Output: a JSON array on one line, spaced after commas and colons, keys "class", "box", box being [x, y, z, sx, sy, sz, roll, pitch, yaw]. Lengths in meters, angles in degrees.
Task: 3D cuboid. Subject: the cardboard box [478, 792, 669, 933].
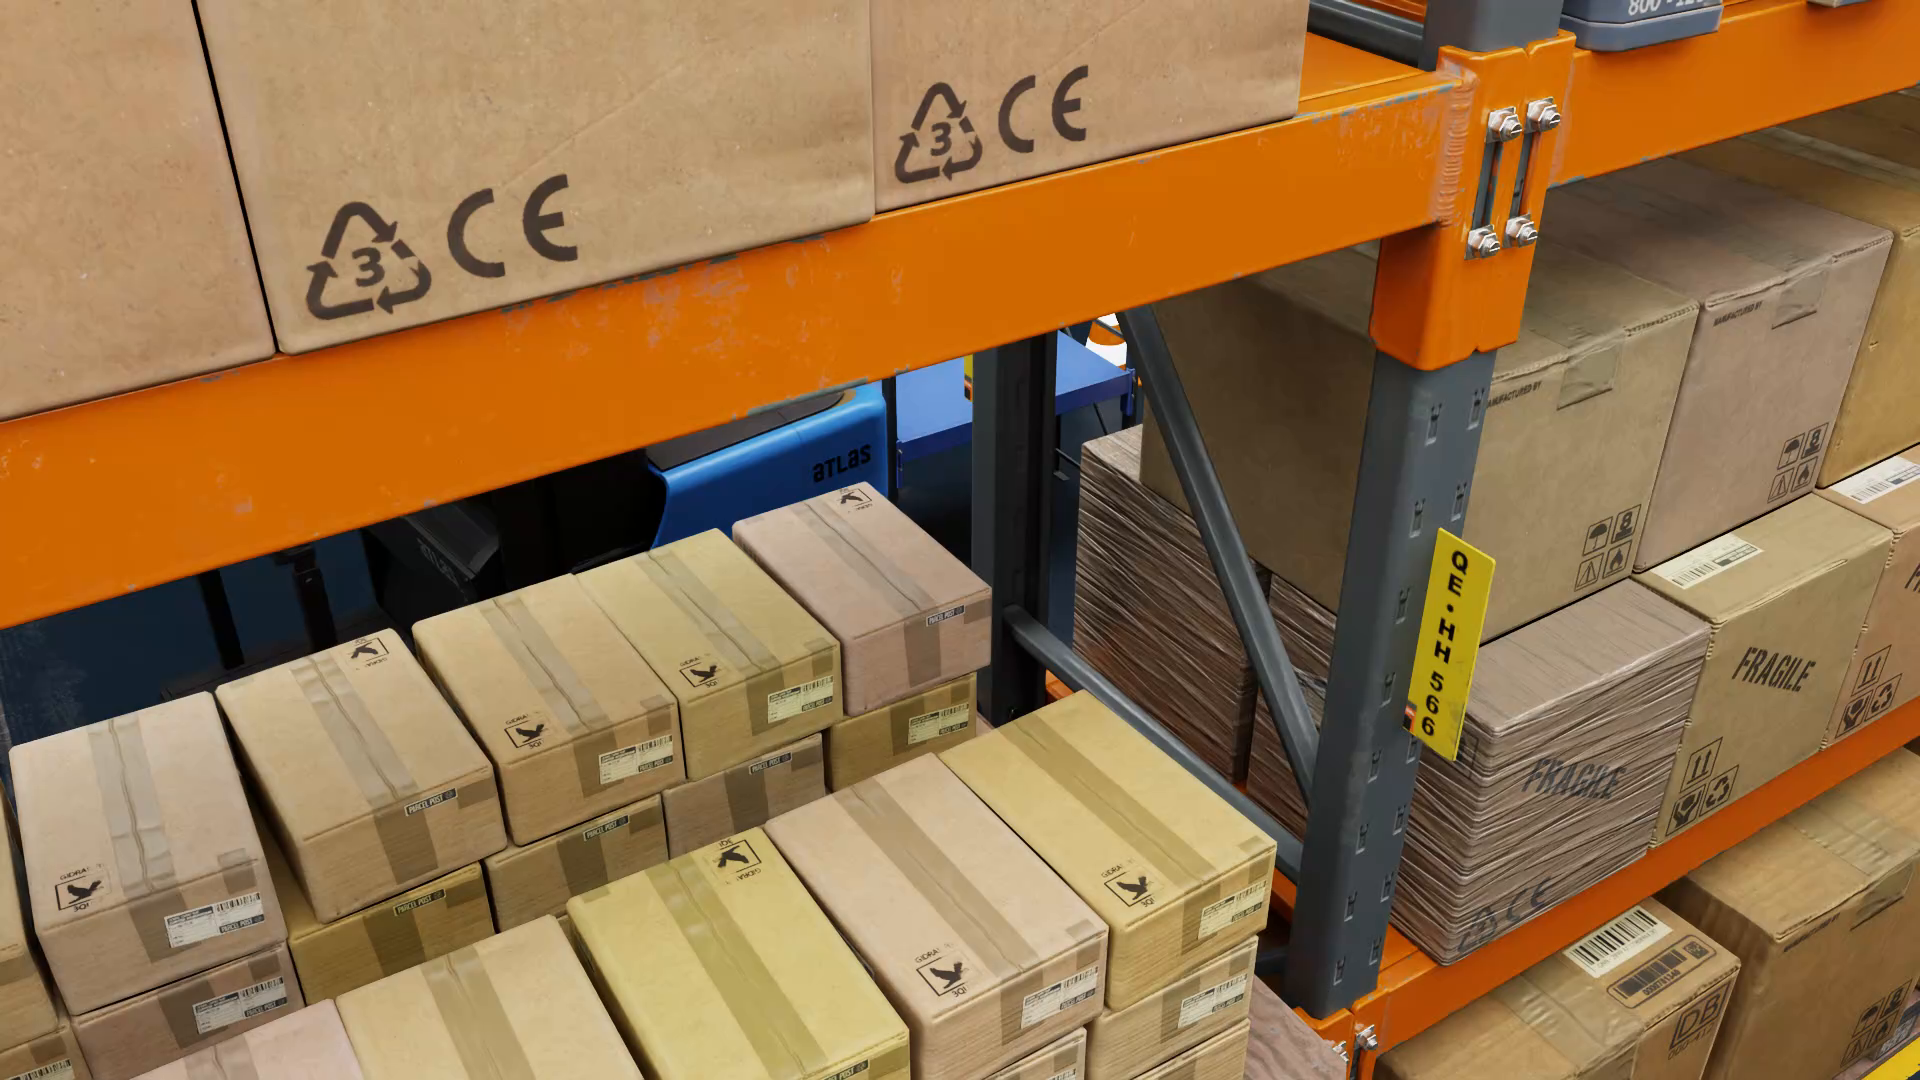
[{"class": "cardboard box", "box": [-0.624, 0.368, 2.419, 0.250, 0.149, 0.380, -20, 37, -29]}]

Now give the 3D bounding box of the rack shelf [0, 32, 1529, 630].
[{"class": "rack shelf", "box": [-1.341, -0.029, 1.347, 4.000, 0.370, 1.077, -19, 37, -27]}]

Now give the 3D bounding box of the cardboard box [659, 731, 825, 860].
[{"class": "cardboard box", "box": [-0.401, 0.289, 2.543, 0.250, 0.149, 0.380, -17, 36, -25]}]

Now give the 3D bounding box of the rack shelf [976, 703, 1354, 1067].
[{"class": "rack shelf", "box": [-1.341, 1.240, 2.148, 4.000, 0.370, 1.077, -19, 37, -27]}]

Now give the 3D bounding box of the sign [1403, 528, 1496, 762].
[{"class": "sign", "box": [0.642, 0.142, 2.203, 0.005, 0.325, 0.100, -19, 37, -27]}]

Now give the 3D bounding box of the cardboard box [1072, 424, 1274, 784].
[{"class": "cardboard box", "box": [0.574, 0.064, 3.243, 0.500, 0.500, 0.500, -19, 37, -27]}]

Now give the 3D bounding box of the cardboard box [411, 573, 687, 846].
[{"class": "cardboard box", "box": [-0.586, 0.229, 2.360, 0.250, 0.149, 0.380, -19, 37, -28]}]

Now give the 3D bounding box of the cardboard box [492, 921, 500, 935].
[{"class": "cardboard box", "box": [-0.823, 0.559, 2.394, 0.250, 0.149, 0.380, -17, 36, -25]}]

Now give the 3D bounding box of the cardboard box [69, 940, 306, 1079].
[{"class": "cardboard box", "box": [-1.046, 0.512, 2.189, 0.250, 0.149, 0.380, -19, 37, -27]}]

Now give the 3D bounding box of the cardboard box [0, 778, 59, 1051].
[{"class": "cardboard box", "box": [-1.257, 0.462, 1.991, 0.250, 0.149, 0.380, -18, 36, -26]}]

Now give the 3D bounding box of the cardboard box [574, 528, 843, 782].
[{"class": "cardboard box", "box": [-0.377, 0.160, 2.469, 0.250, 0.149, 0.380, -20, 37, -29]}]

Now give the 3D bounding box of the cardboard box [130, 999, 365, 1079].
[{"class": "cardboard box", "box": [-0.684, 0.675, 1.653, 0.250, 0.149, 0.380, -19, 37, -27]}]

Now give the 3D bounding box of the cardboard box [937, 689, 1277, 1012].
[{"class": "cardboard box", "box": [0.177, 0.382, 2.118, 0.250, 0.149, 0.380, -21, 38, -29]}]

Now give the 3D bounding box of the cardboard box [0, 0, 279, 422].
[{"class": "cardboard box", "box": [-0.838, -0.382, 1.138, 0.500, 0.500, 0.500, -19, 37, -27]}]

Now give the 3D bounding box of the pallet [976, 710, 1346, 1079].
[{"class": "pallet", "box": [-0.201, 0.692, 2.521, 1.003, 0.211, 1.213, -19, 37, -27]}]

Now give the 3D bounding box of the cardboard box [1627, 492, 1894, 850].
[{"class": "cardboard box", "box": [1.290, 0.158, 3.094, 0.500, 0.500, 0.500, -19, 37, -28]}]

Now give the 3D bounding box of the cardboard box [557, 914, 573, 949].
[{"class": "cardboard box", "box": [-0.597, 0.480, 2.519, 0.250, 0.149, 0.380, -17, 36, -25]}]

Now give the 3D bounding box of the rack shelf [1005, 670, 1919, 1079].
[{"class": "rack shelf", "box": [2.021, 0.083, 3.981, 4.000, 0.370, 1.077, -19, 37, -27]}]

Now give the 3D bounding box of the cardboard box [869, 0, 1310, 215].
[{"class": "cardboard box", "box": [-0.002, -0.675, 1.603, 0.500, 0.500, 0.500, -19, 37, -27]}]

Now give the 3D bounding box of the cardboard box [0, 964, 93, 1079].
[{"class": "cardboard box", "box": [-1.256, 0.583, 2.078, 0.250, 0.149, 0.380, -19, 37, -28]}]

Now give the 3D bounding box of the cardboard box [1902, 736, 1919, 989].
[{"class": "cardboard box", "box": [2.417, 0.472, 4.406, 0.750, 0.750, 1.050, -19, 37, -27]}]

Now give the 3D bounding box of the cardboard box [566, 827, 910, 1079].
[{"class": "cardboard box", "box": [-0.256, 0.529, 1.884, 0.250, 0.149, 0.380, -18, 36, -26]}]

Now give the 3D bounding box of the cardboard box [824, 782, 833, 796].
[{"class": "cardboard box", "box": [-0.371, 0.402, 2.643, 0.250, 0.149, 0.380, -17, 36, -25]}]

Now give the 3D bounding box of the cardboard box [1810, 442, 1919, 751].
[{"class": "cardboard box", "box": [1.714, 0.012, 3.325, 0.500, 0.500, 0.500, -19, 37, -27]}]

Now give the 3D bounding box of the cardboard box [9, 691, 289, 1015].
[{"class": "cardboard box", "box": [-1.035, 0.384, 2.114, 0.250, 0.149, 0.380, -17, 36, -25]}]

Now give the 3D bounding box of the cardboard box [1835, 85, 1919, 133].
[{"class": "cardboard box", "box": [2.007, -0.677, 3.481, 0.500, 0.500, 0.700, -19, 37, -28]}]

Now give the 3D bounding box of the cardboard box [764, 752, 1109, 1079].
[{"class": "cardboard box", "box": [-0.035, 0.453, 2.004, 0.250, 0.149, 0.380, -19, 37, -28]}]

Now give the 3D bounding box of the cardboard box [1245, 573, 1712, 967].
[{"class": "cardboard box", "box": [0.864, 0.306, 2.859, 0.500, 0.500, 0.500, -19, 37, -27]}]

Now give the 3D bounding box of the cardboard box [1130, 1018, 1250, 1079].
[{"class": "cardboard box", "box": [0.175, 0.635, 2.274, 0.250, 0.149, 0.380, -18, 37, -27]}]

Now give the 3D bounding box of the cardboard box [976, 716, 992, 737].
[{"class": "cardboard box", "box": [-0.145, 0.325, 2.766, 0.250, 0.149, 0.380, -20, 37, -28]}]

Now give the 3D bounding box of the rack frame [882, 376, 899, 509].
[{"class": "rack frame", "box": [-0.356, -0.512, 5.656, 0.032, 1.500, 0.500, -19, 37, -27]}]

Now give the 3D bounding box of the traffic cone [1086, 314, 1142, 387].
[{"class": "traffic cone", "box": [0.652, -0.930, 7.291, 0.334, 0.463, 0.336, -19, 37, -27]}]

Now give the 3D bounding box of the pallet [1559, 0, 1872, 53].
[{"class": "pallet", "box": [0.853, -1.041, 2.455, 1.003, 0.211, 1.213, -17, 36, -25]}]

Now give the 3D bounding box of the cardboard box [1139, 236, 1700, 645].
[{"class": "cardboard box", "box": [0.723, -0.233, 2.777, 0.500, 0.500, 0.700, -19, 37, -28]}]

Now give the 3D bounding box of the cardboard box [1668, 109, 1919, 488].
[{"class": "cardboard box", "box": [1.578, -0.529, 3.247, 0.500, 0.500, 0.700, -20, 37, -28]}]

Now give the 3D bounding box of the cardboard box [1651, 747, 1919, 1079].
[{"class": "cardboard box", "box": [1.634, 0.741, 3.978, 0.750, 0.750, 1.050, -18, 37, -27]}]

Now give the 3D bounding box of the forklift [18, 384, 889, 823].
[{"class": "forklift", "box": [-1.654, -0.452, 4.219, 3.031, 2.935, 1.130, -24, 40, -33]}]

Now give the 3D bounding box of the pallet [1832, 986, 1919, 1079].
[{"class": "pallet", "box": [2.068, 0.992, 4.479, 1.213, 0.211, 1.003, -19, 37, -27]}]

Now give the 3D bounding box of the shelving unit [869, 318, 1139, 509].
[{"class": "shelving unit", "box": [0.072, -0.659, 5.889, 1.048, 1.500, 0.538, -19, 37, -27]}]

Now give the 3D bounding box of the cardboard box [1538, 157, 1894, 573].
[{"class": "cardboard box", "box": [1.148, -0.380, 3.010, 0.500, 0.500, 0.700, -20, 37, -28]}]

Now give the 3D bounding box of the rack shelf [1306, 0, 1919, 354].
[{"class": "rack shelf", "box": [2.021, -1.185, 3.180, 4.000, 0.370, 1.077, -19, 37, -27]}]

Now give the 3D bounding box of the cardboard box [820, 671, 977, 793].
[{"class": "cardboard box", "box": [-0.174, 0.210, 2.669, 0.250, 0.149, 0.380, -17, 36, -25]}]

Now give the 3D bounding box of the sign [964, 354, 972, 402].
[{"class": "sign", "box": [0.037, -0.380, 2.956, 0.005, 0.325, 0.100, -19, 37, -27]}]

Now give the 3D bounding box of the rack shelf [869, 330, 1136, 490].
[{"class": "rack shelf", "box": [0.072, -0.507, 5.985, 1.000, 0.185, 0.538, -19, 37, -27]}]

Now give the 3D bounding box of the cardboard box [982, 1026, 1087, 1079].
[{"class": "cardboard box", "box": [-0.052, 0.585, 2.074, 0.250, 0.149, 0.380, -18, 36, -26]}]

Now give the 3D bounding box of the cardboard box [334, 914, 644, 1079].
[{"class": "cardboard box", "box": [-0.478, 0.608, 1.759, 0.250, 0.149, 0.380, -18, 36, -26]}]

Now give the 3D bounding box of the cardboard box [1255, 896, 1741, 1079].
[{"class": "cardboard box", "box": [0.901, 0.995, 3.575, 0.750, 0.750, 1.050, -20, 37, -28]}]

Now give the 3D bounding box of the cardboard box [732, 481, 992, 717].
[{"class": "cardboard box", "box": [-0.157, 0.082, 2.592, 0.250, 0.149, 0.380, -19, 37, -27]}]

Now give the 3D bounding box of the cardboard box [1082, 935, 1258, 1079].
[{"class": "cardboard box", "box": [0.172, 0.507, 2.198, 0.250, 0.149, 0.380, -18, 37, -26]}]

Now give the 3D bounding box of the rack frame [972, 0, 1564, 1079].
[{"class": "rack frame", "box": [0.342, 0.359, 2.870, 0.053, 2.616, 0.949, -19, 37, -27]}]

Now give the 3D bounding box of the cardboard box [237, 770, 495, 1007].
[{"class": "cardboard box", "box": [-0.836, 0.441, 2.303, 0.250, 0.149, 0.380, -19, 37, -27]}]

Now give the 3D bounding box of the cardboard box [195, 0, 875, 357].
[{"class": "cardboard box", "box": [-0.415, -0.524, 1.364, 0.500, 0.500, 0.500, -19, 37, -27]}]

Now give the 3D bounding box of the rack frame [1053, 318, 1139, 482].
[{"class": "rack frame", "box": [0.499, -0.806, 6.122, 0.032, 1.500, 0.500, -19, 37, -27]}]

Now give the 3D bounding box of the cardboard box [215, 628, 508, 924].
[{"class": "cardboard box", "box": [-0.809, 0.305, 2.239, 0.250, 0.149, 0.380, -21, 38, -29]}]
